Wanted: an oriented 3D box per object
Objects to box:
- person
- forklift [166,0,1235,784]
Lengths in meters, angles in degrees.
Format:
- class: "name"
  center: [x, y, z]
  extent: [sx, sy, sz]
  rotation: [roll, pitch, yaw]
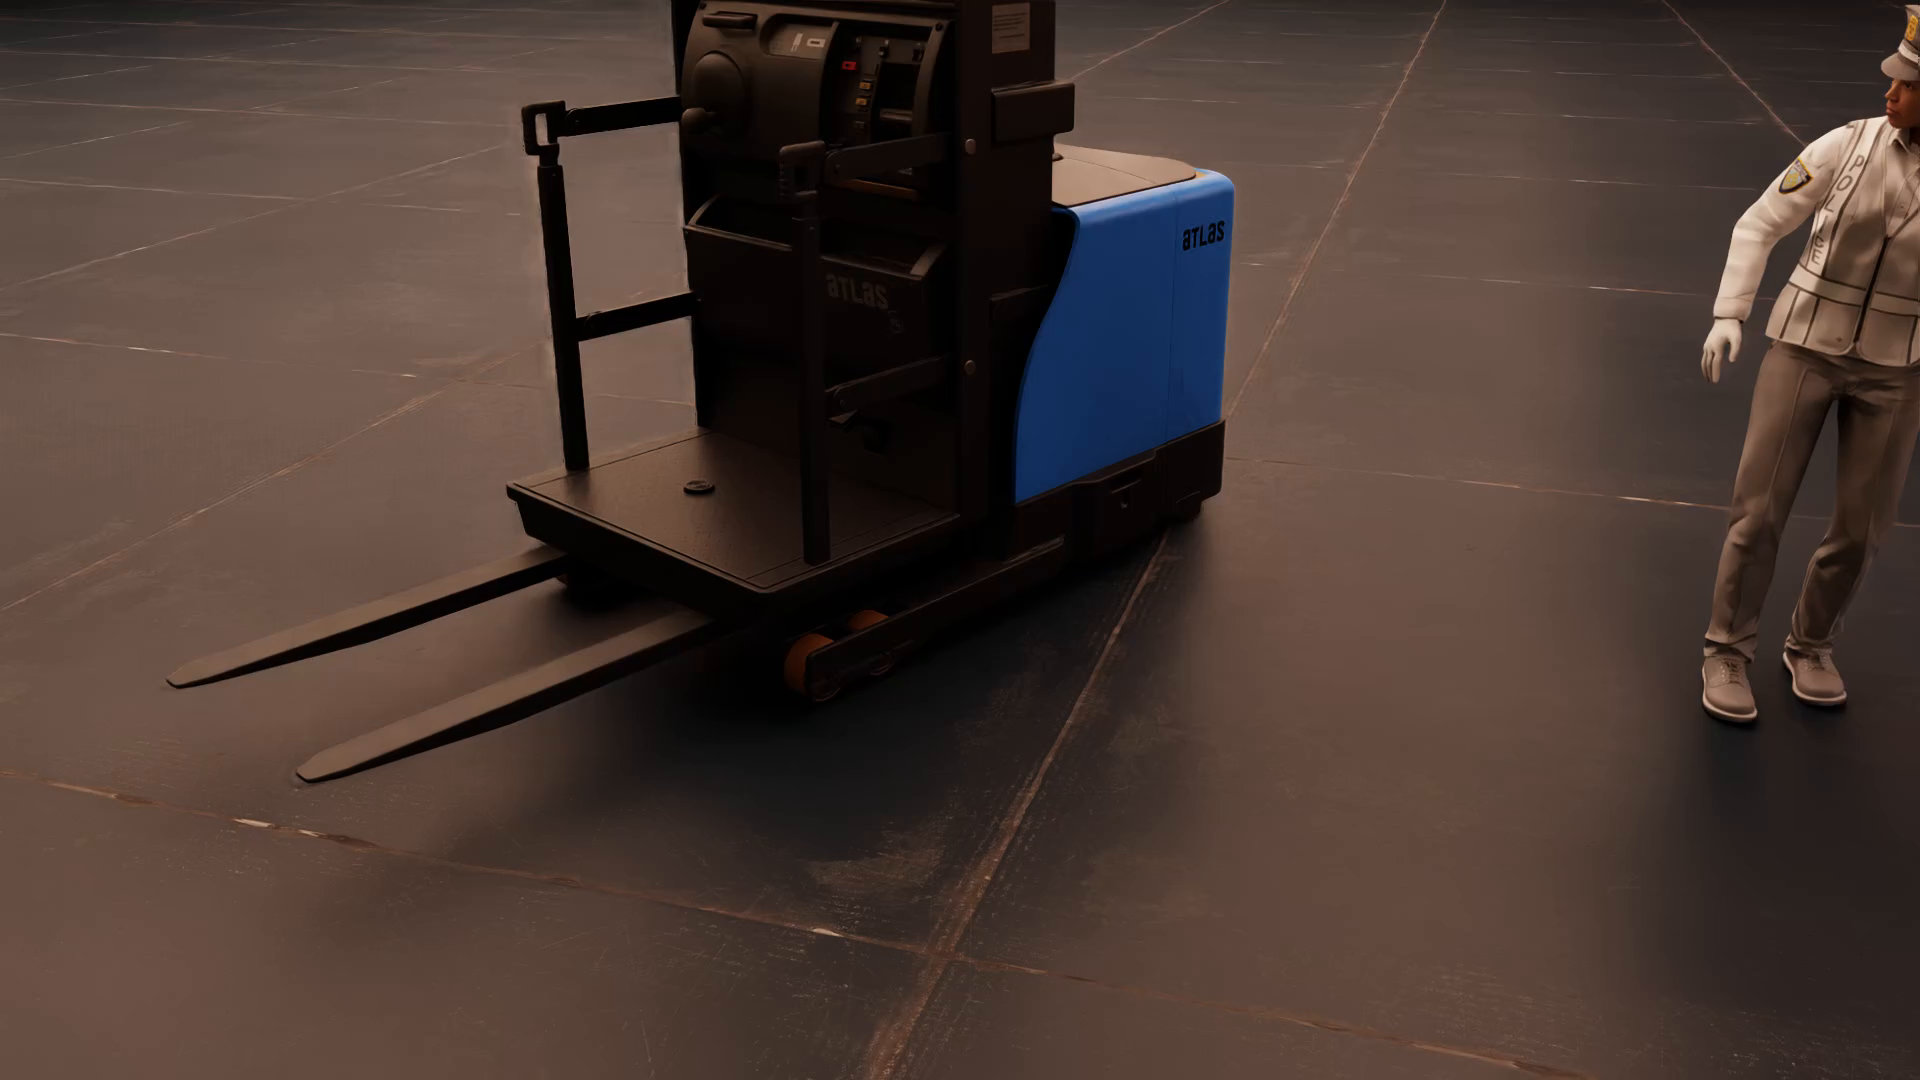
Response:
- class: "person"
  center: [2.091, -0.368, 3.852]
  extent: [0.694, 1.654, 0.468]
  rotation: [10, 24, 23]
- class: "forklift"
  center: [-0.532, -1.171, 4.117]
  extent: [1.130, 2.935, 3.031]
  rotation: [19, 29, 39]
